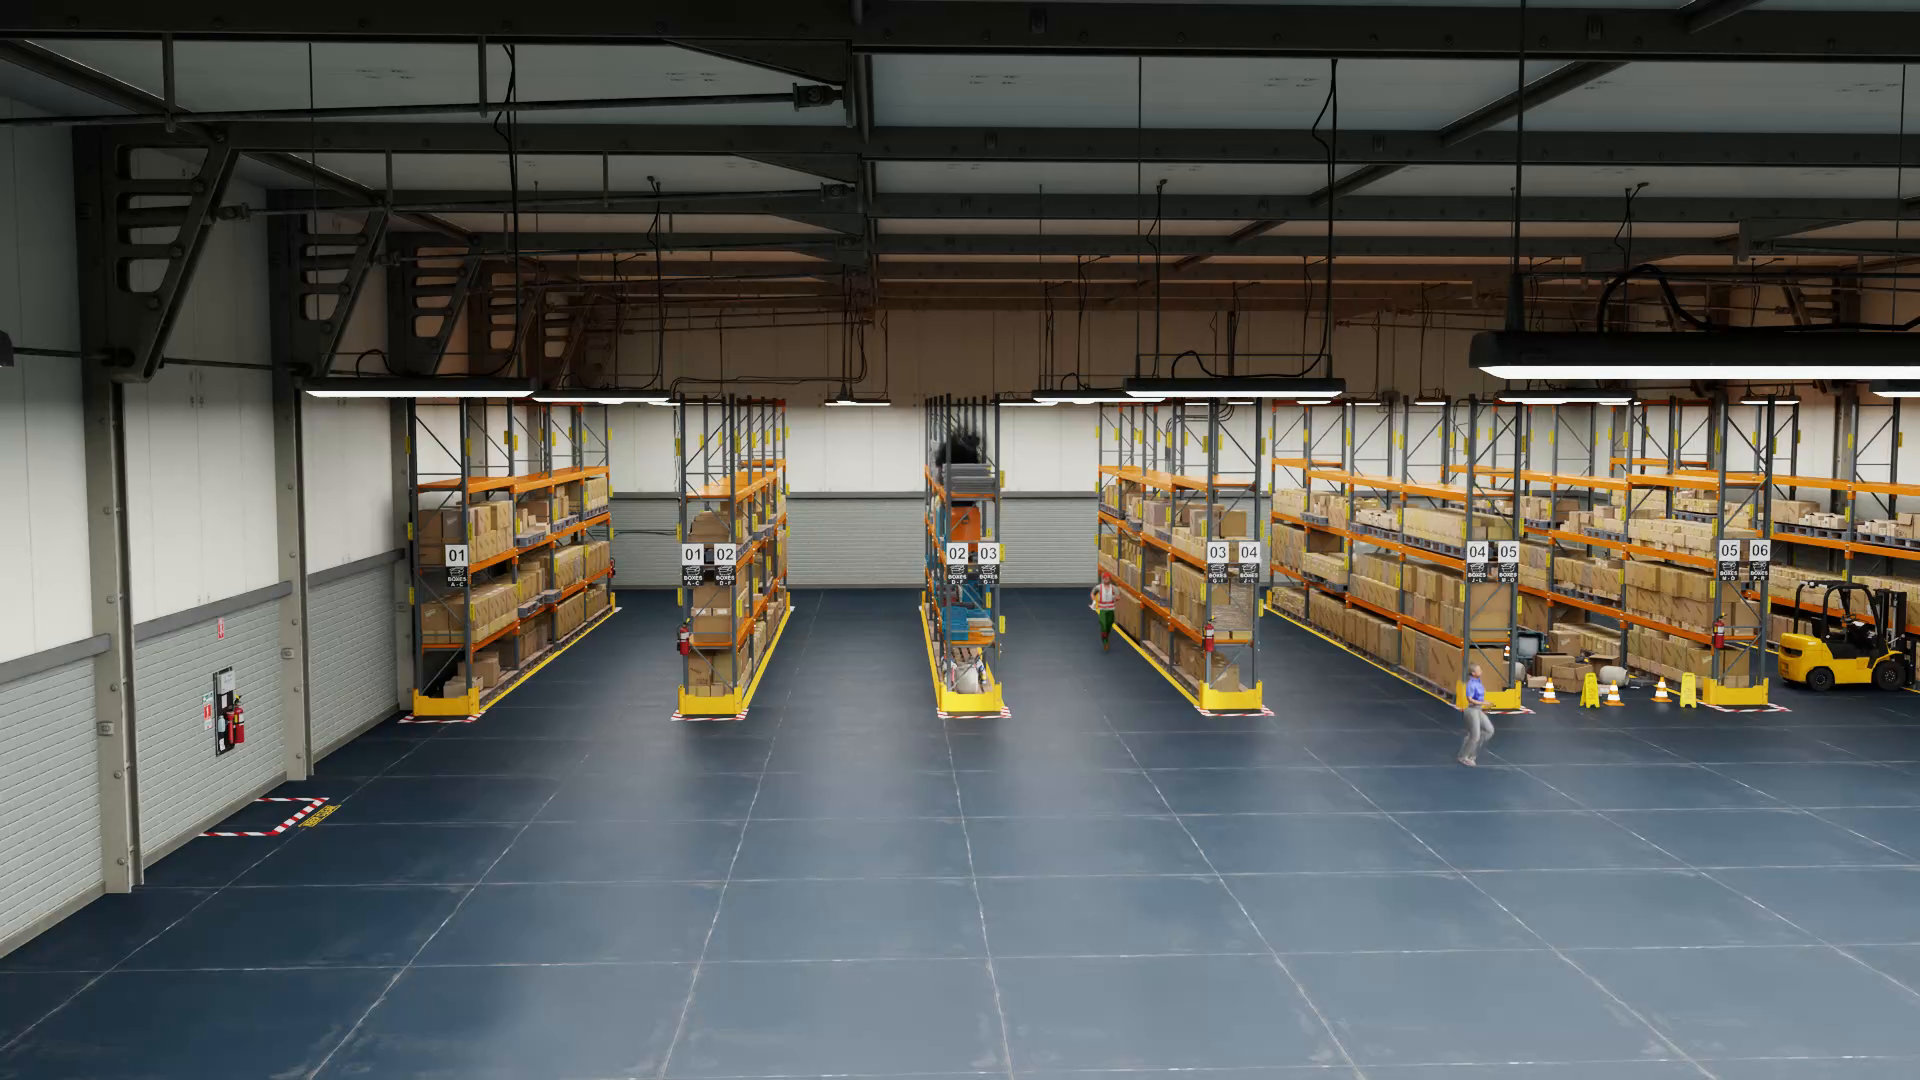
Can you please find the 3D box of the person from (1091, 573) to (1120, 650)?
[{"bbox_3d":[3.486,1.670,39.581,0.658,1.785,0.983,-1,5,-9],"label":"person"}]

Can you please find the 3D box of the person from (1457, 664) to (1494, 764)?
[{"bbox_3d":[8.291,2.794,26.682,0.576,1.625,0.630,3,5,33],"label":"person"}]

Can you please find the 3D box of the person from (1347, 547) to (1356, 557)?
[{"bbox_3d":[11.455,0.985,48.945,0.586,1.741,0.636,0,5,-5],"label":"person"}]

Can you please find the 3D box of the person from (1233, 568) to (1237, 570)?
[{"bbox_3d":[7.734,1.132,47.563,0.694,1.642,0.880,2,5,24],"label":"person"}]
